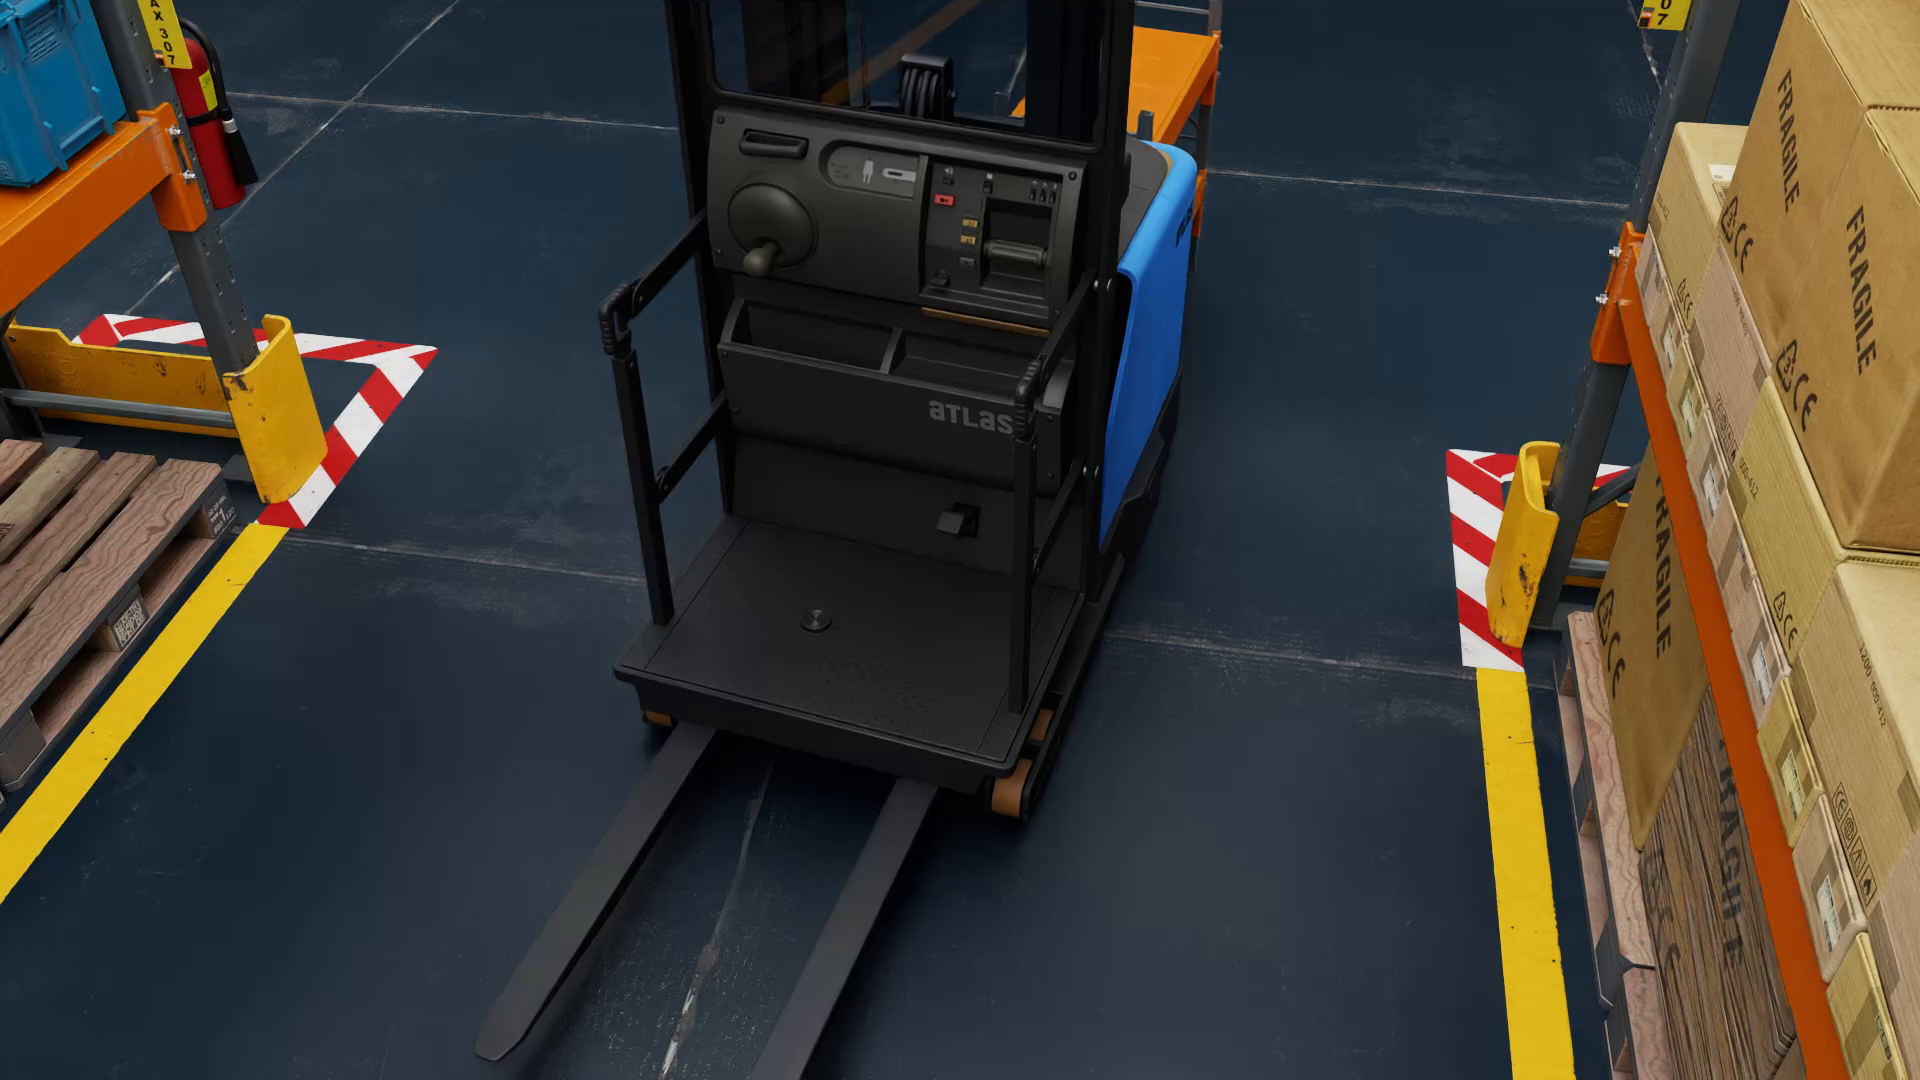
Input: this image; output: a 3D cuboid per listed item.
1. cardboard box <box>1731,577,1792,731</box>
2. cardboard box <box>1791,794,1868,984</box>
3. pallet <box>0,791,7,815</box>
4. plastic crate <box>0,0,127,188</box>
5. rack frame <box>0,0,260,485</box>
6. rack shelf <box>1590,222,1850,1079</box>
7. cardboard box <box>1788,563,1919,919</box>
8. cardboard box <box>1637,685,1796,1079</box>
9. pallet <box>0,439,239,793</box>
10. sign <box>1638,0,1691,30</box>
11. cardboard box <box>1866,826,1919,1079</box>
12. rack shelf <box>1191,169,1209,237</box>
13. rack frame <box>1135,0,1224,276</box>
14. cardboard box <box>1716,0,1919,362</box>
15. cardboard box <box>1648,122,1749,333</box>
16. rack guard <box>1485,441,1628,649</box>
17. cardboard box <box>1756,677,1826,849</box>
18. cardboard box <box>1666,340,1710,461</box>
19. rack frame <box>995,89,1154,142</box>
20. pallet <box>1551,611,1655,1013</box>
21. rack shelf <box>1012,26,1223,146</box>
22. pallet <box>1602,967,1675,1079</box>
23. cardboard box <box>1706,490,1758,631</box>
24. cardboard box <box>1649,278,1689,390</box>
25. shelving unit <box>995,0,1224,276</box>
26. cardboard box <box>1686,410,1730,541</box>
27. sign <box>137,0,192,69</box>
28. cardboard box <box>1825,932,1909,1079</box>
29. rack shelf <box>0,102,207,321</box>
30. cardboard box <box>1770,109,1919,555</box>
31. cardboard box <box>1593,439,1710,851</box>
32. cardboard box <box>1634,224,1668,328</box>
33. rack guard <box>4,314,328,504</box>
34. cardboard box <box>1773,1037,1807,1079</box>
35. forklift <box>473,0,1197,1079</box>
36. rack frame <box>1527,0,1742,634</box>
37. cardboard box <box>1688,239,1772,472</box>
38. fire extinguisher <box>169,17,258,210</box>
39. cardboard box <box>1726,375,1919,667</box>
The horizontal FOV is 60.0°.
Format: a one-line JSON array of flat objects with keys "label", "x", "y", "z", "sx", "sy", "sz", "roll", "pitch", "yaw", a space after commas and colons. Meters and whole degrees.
[{"label": "cardboard box", "x": 1.554, "y": 0.214, "z": 2.834, "sx": 0.380, "sy": 0.149, "sz": 0.250, "roll": 6, "pitch": 40, "yaw": 7}, {"label": "cardboard box", "x": 1.466, "y": 0.537, "z": 2.443, "sx": 0.380, "sy": 0.149, "sz": 0.250, "roll": 7, "pitch": 40, "yaw": 8}, {"label": "pallet", "x": -3.112, "y": 0.929, "z": 3.961, "sx": 1.003, "sy": 0.211, "sz": 1.213, "roll": 6, "pitch": 40, "yaw": 8}, {"label": "plastic crate", "x": -2.592, "y": -1.228, "z": 4.307, "sx": 0.616, "sy": 0.435, "sz": 0.499, "roll": 6, "pitch": 40, "yaw": 8}, {"label": "rack frame", "x": -2.718, "y": -1.422, "z": 4.616, "sx": 1.000, "sy": 3.000, "sz": 0.127, "roll": 6, "pitch": 40, "yaw": 8}, {"label": "rack shelf", "x": 1.815, "y": 0.656, "z": 2.667, "sx": 1.077, "sy": 0.370, "sz": 4.000, "roll": 6, "pitch": 40, "yaw": 8}, {"label": "cardboard box", "x": 1.553, "y": 0.308, "z": 2.407, "sx": 0.500, "sy": 0.250, "sz": 0.500, "roll": 6, "pitch": 40, "yaw": 7}, {"label": "cardboard box", "x": 1.971, "y": 0.763, "z": 3.312, "sx": 0.875, "sy": 0.875, "sz": 0.875, "roll": 6, "pitch": 40, "yaw": 8}, {"label": "pallet", "x": -2.899, "y": 0.166, "z": 4.884, "sx": 1.003, "sy": 0.211, "sz": 1.213, "roll": 6, "pitch": 40, "yaw": 8}, {"label": "sign", "x": 1.615, "y": -1.305, "z": 3.733, "sx": 0.100, "sy": 0.325, "sz": 0.005, "roll": 6, "pitch": 40, "yaw": 8}, {"label": "cardboard box", "x": 1.462, "y": 0.626, "z": 2.023, "sx": 0.500, "sy": 0.250, "sz": 0.500, "roll": 7, "pitch": 40, "yaw": 9}, {"label": "rack shelf", "x": 0.517, "y": -1.031, "z": 5.998, "sx": 0.538, "sy": 0.278, "sz": 1.000, "roll": 12, "pitch": 41, "yaw": 15}, {"label": "rack frame", "x": 0.683, "y": -1.526, "z": 6.213, "sx": 0.500, "sy": 1.125, "sz": 0.032, "roll": 12, "pitch": 41, "yaw": 15}, {"label": "cardboard box", "x": 1.725, "y": -0.637, "z": 2.962, "sx": 0.500, "sy": 0.500, "sz": 0.500, "roll": 5, "pitch": 40, "yaw": 7}, {"label": "cardboard box", "x": 1.812, "y": -0.661, "z": 3.580, "sx": 0.500, "sy": 0.250, "sz": 0.500, "roll": 5, "pitch": 40, "yaw": 6}, {"label": "rack guard", "x": 2.165, "y": 0.072, "z": 4.770, "sx": 1.175, "sy": 0.500, "sz": 0.348, "roll": 6, "pitch": 40, "yaw": 8}, {"label": "cardboard box", "x": 1.509, "y": 0.373, "z": 2.642, "sx": 0.380, "sy": 0.149, "sz": 0.250, "roll": 5, "pitch": 40, "yaw": 7}, {"label": "cardboard box", "x": 1.687, "y": -0.271, "z": 3.421, "sx": 0.380, "sy": 0.149, "sz": 0.250, "roll": 6, "pitch": 40, "yaw": 7}, {"label": "rack frame", "x": 0.350, "y": -0.914, "z": 5.472, "sx": 0.500, "sy": 1.125, "sz": 0.032, "roll": 12, "pitch": 41, "yaw": 15}, {"label": "pallet", "x": 2.099, "y": 0.709, "z": 4.227, "sx": 1.003, "sy": 0.211, "sz": 1.213, "roll": 6, "pitch": 40, "yaw": 8}, {"label": "rack shelf", "x": 0.517, "y": -1.445, "z": 5.656, "sx": 0.538, "sy": 0.278, "sz": 1.000, "roll": 12, "pitch": 41, "yaw": 15}, {"label": "pallet", "x": 1.886, "y": 1.472, "z": 3.303, "sx": 1.003, "sy": 0.211, "sz": 1.213, "roll": 6, "pitch": 40, "yaw": 8}, {"label": "cardboard box", "x": 1.598, "y": 0.052, "z": 3.030, "sx": 0.380, "sy": 0.149, "sz": 0.250, "roll": 6, "pitch": 40, "yaw": 7}, {"label": "cardboard box", "x": 1.731, "y": -0.432, "z": 3.615, "sx": 0.380, "sy": 0.149, "sz": 0.250, "roll": 6, "pitch": 40, "yaw": 7}, {"label": "shelving unit", "x": 0.517, "y": -1.220, "z": 5.842, "sx": 0.538, "sy": 1.125, "sz": 1.048, "roll": 12, "pitch": 41, "yaw": 15}, {"label": "cardboard box", "x": 1.643, "y": -0.107, "z": 3.223, "sx": 0.380, "sy": 0.149, "sz": 0.250, "roll": 6, "pitch": 40, "yaw": 7}, {"label": "sign", "x": -2.173, "y": -1.435, "z": 4.503, "sx": 0.100, "sy": 0.325, "sz": 0.005, "roll": 6, "pitch": 40, "yaw": 8}, {"label": "cardboard box", "x": 1.421, "y": 0.697, "z": 2.250, "sx": 0.380, "sy": 0.149, "sz": 0.250, "roll": 6, "pitch": 40, "yaw": 7}, {"label": "rack shelf", "x": -3.064, "y": 0.110, "z": 3.327, "sx": 1.077, "sy": 0.370, "sz": 4.000, "roll": 6, "pitch": 40, "yaw": 8}, {"label": "cardboard box", "x": 1.641, "y": -0.311, "z": 2.568, "sx": 0.500, "sy": 0.500, "sz": 0.500, "roll": 5, "pitch": 40, "yaw": 6}, {"label": "cardboard box", "x": 2.129, "y": 0.191, "z": 4.002, "sx": 0.875, "sy": 0.875, "sz": 0.875, "roll": 6, "pitch": 40, "yaw": 8}, {"label": "cardboard box", "x": 1.774, "y": -0.593, "z": 3.810, "sx": 0.380, "sy": 0.149, "sz": 0.250, "roll": 7, "pitch": 40, "yaw": 8}, {"label": "rack guard", "x": -2.726, "y": -0.475, "z": 5.433, "sx": 1.175, "sy": 0.500, "sz": 0.348, "roll": 6, "pitch": 40, "yaw": 8}, {"label": "cardboard box", "x": 1.817, "y": 1.321, "z": 2.636, "sx": 0.875, "sy": 0.875, "sz": 0.875, "roll": 6, "pitch": 40, "yaw": 8}, {"label": "forklift", "x": -0.235, "y": -0.697, "z": 3.793, "sx": 1.130, "sy": 2.935, "sz": 3.031, "roll": 12, "pitch": 41, "yaw": 15}, {"label": "rack frame", "x": 2.161, "y": -0.876, "z": 3.956, "sx": 1.000, "sy": 3.000, "sz": 0.127, "roll": 6, "pitch": 40, "yaw": 8}, {"label": "cardboard box", "x": 1.728, "y": -0.334, "z": 3.185, "sx": 0.500, "sy": 0.250, "sz": 0.500, "roll": 6, "pitch": 40, "yaw": 7}, {"label": "fire extinguisher", "x": -2.244, "y": -1.293, "z": 4.813, "sx": 0.296, "sy": 0.674, "sz": 0.183, "roll": 6, "pitch": 40, "yaw": 8}, {"label": "cardboard box", "x": 1.638, "y": -0.020, "z": 2.804, "sx": 0.500, "sy": 0.250, "sz": 0.500, "roll": 5, "pitch": 40, "yaw": 6}]
